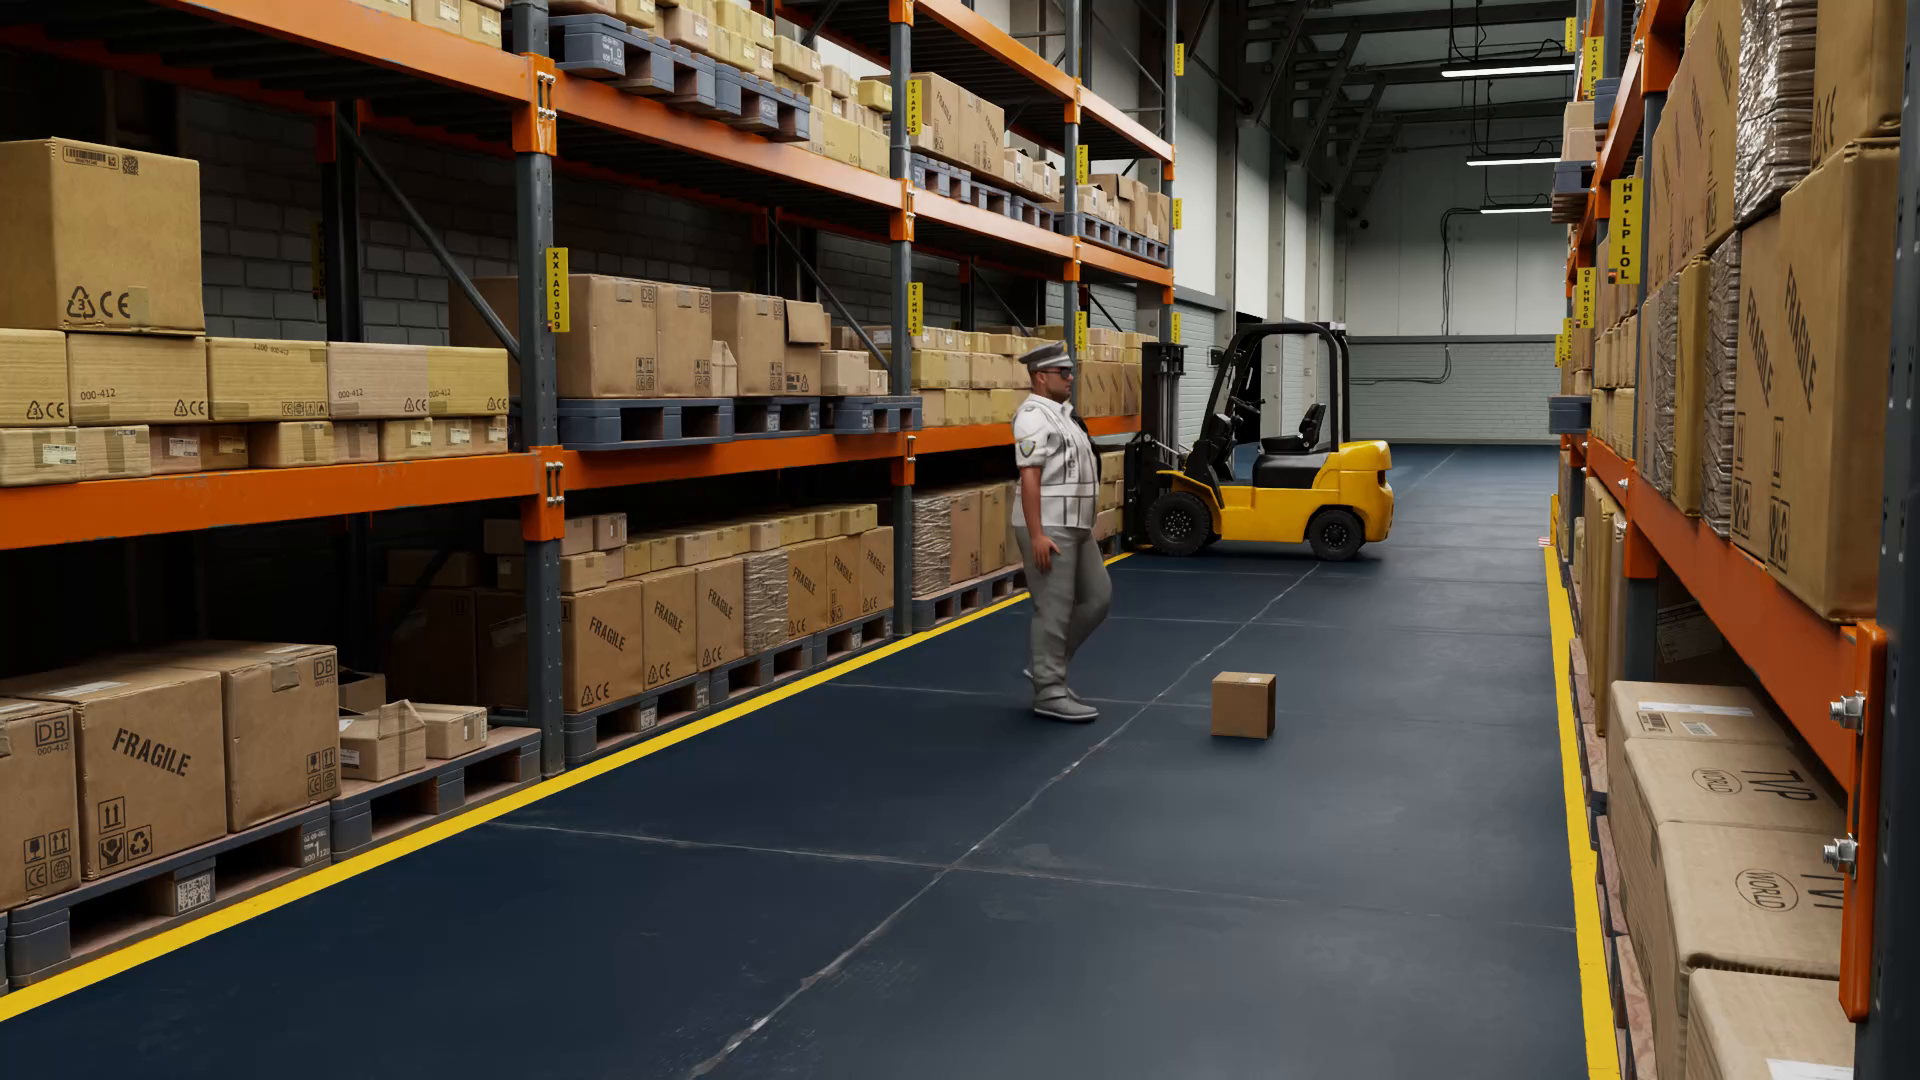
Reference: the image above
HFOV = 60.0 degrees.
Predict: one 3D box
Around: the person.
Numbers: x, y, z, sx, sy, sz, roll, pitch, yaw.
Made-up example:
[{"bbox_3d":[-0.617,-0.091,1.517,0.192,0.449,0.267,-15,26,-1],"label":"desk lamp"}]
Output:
[{"bbox_3d":[0.470,-0.048,7.842,0.449,1.781,0.571,2,6,21],"label":"person"}]
